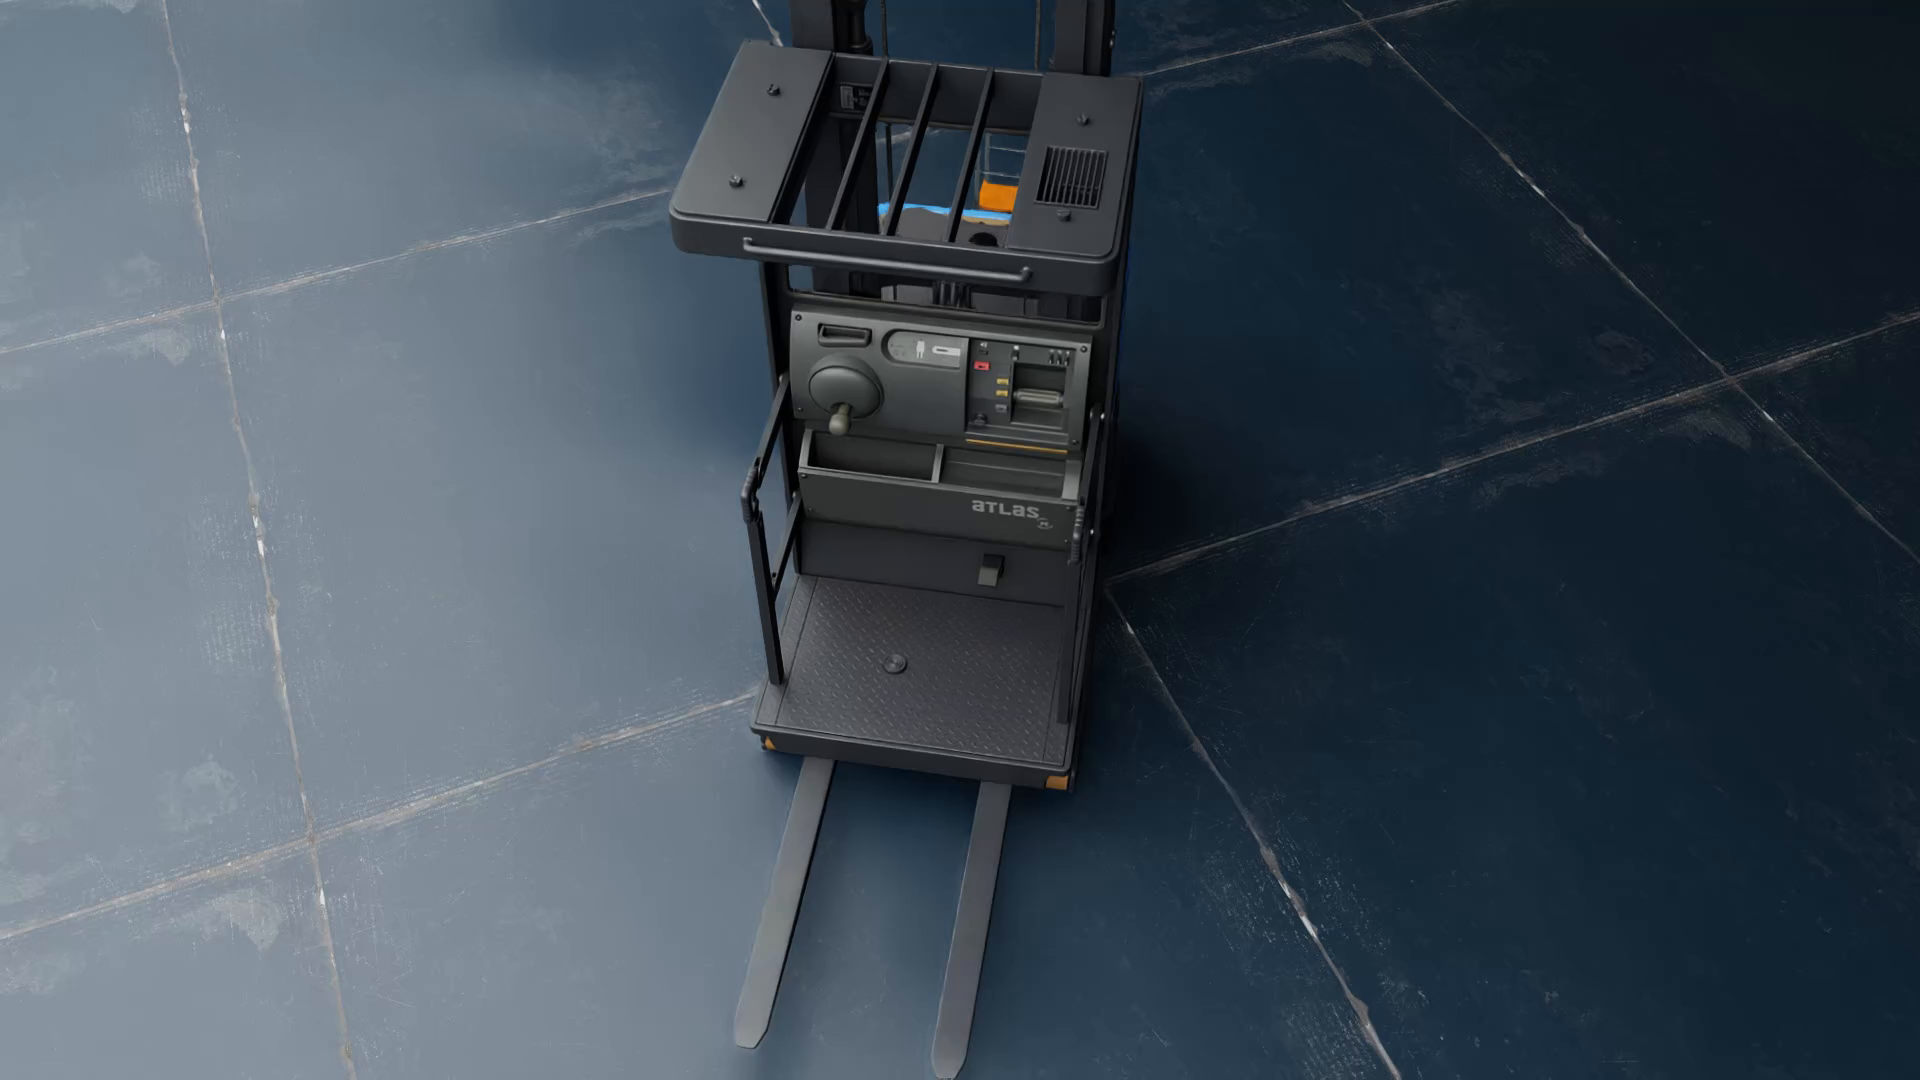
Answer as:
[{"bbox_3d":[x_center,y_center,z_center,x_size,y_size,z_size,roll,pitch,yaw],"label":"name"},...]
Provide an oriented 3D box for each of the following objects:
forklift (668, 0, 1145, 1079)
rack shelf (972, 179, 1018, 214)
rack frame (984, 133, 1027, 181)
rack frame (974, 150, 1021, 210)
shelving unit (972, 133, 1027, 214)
[{"bbox_3d":[-0.098,-0.383,4.987,1.130,2.935,3.031,7,50,6],"label":"forklift"},{"bbox_3d":[0.192,-1.303,6.497,0.258,0.103,0.180,10,45,9],"label":"rack shelf"},{"bbox_3d":[0.206,-1.139,6.781,0.240,1.200,0.006,10,45,9],"label":"rack frame"},{"bbox_3d":[0.164,-1.015,6.652,0.240,1.200,0.006,10,45,9],"label":"rack frame"},{"bbox_3d":[0.185,-1.077,6.716,0.258,1.200,0.189,10,45,9],"label":"shelving unit"}]
